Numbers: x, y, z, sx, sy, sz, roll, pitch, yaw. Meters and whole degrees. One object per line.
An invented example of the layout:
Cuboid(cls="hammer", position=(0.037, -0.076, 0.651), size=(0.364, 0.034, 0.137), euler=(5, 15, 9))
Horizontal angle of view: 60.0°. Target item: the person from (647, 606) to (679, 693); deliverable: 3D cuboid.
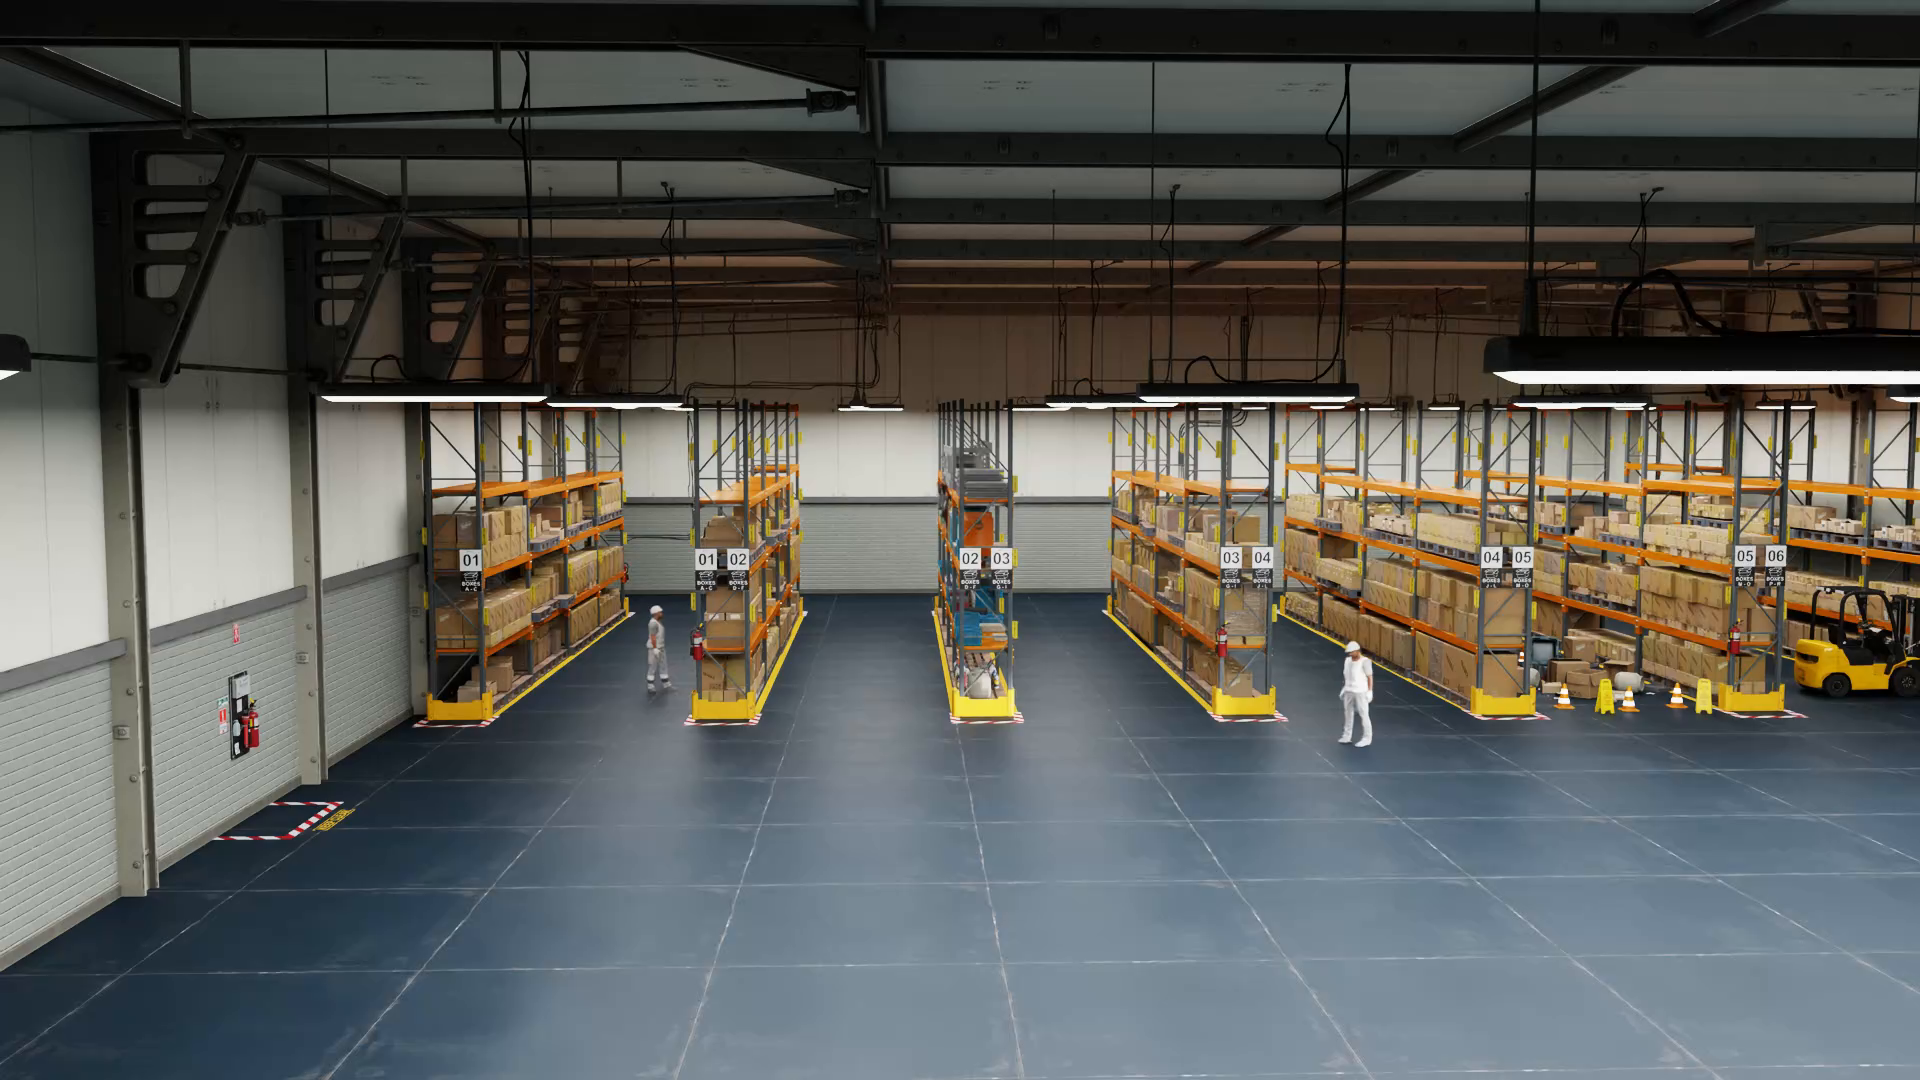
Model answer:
Cuboid(cls="person", position=(-6.157, 2.238, 34.190), size=(0.575, 1.782, 0.601), euler=(1, 5, 16))

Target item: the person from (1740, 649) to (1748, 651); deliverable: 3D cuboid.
Cuboid(cls="person", position=(17.986, 1.872, 38.254), size=(0.604, 1.683, 0.688), euler=(-1, 4, -12))

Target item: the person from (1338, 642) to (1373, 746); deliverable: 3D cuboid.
Cuboid(cls="person", position=(6.820, 2.640, 28.783), size=(0.430, 1.780, 0.628), euler=(-3, 5, -37))
